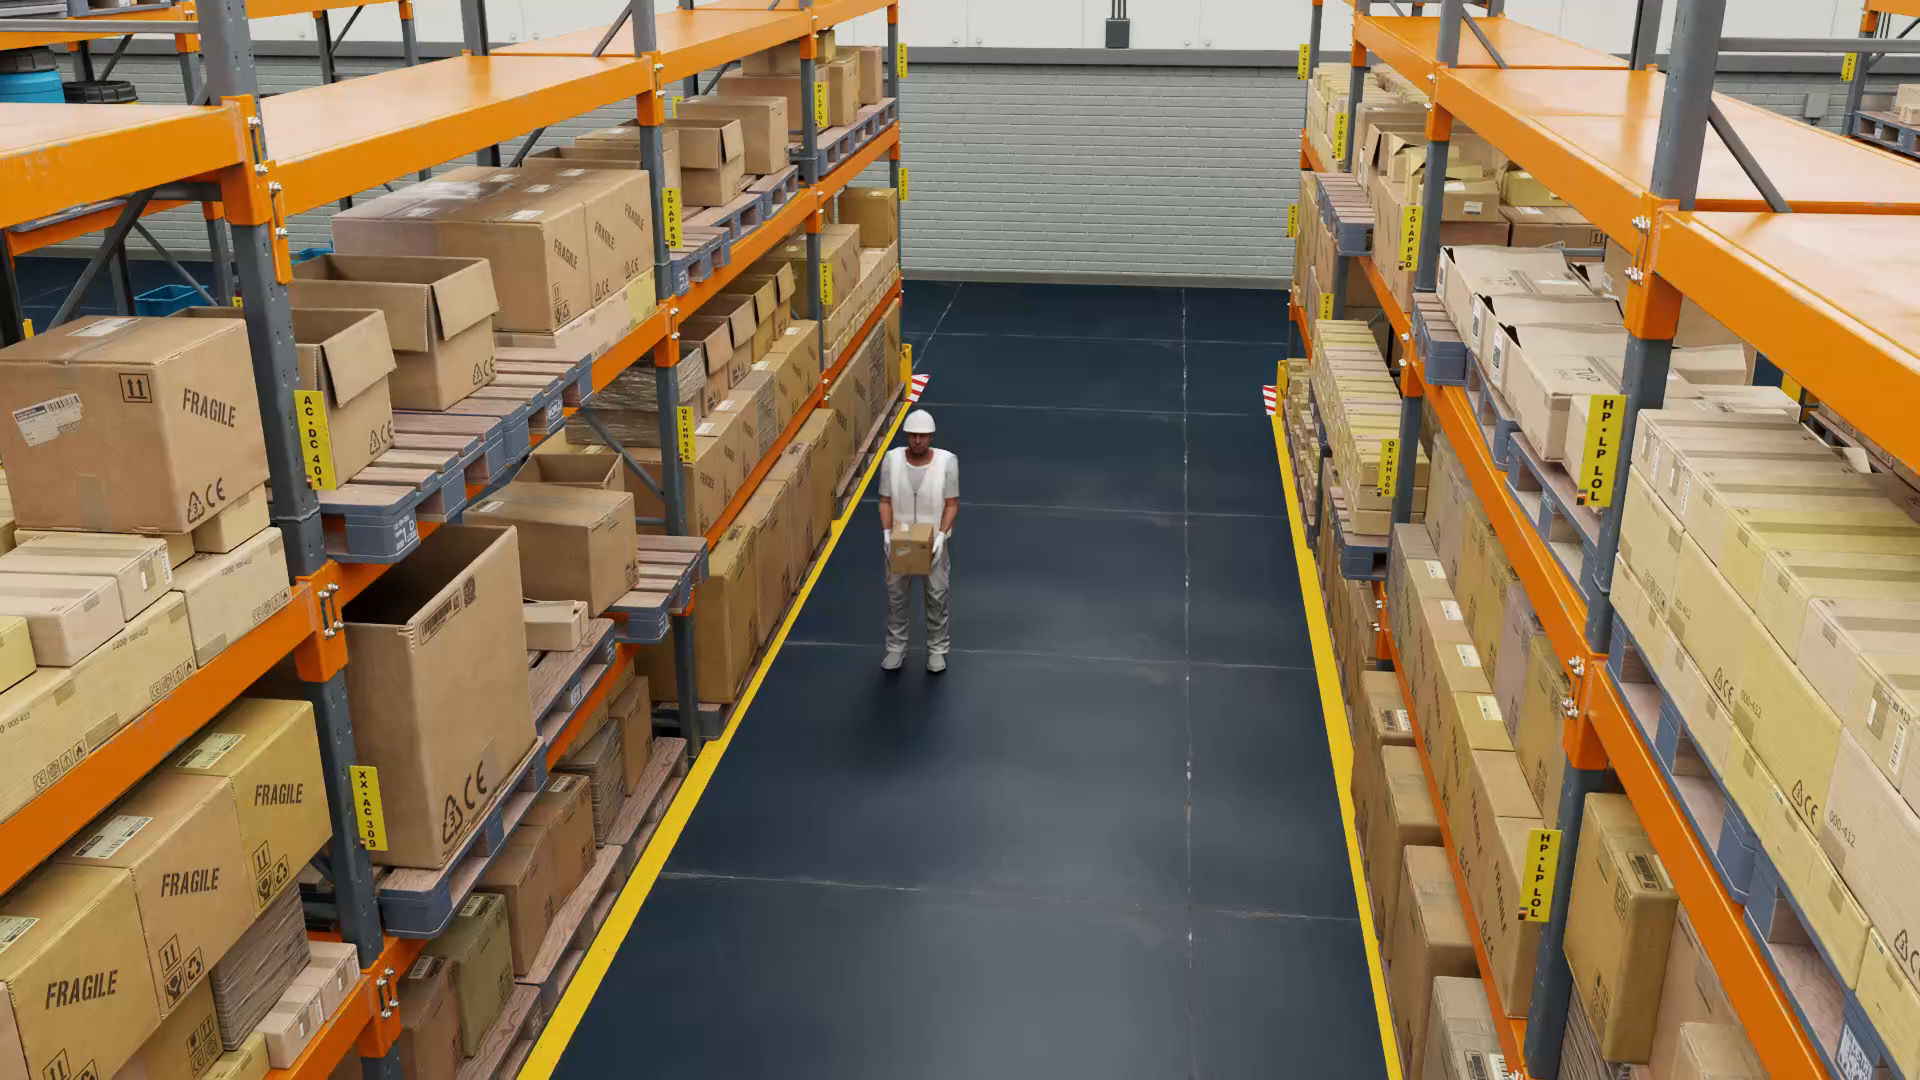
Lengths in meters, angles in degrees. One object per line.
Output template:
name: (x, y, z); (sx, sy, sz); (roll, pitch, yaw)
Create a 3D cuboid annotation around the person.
person: (-0.262, 0.014, 11.031); (0.622, 1.773, 0.450); (2, 21, 4)
